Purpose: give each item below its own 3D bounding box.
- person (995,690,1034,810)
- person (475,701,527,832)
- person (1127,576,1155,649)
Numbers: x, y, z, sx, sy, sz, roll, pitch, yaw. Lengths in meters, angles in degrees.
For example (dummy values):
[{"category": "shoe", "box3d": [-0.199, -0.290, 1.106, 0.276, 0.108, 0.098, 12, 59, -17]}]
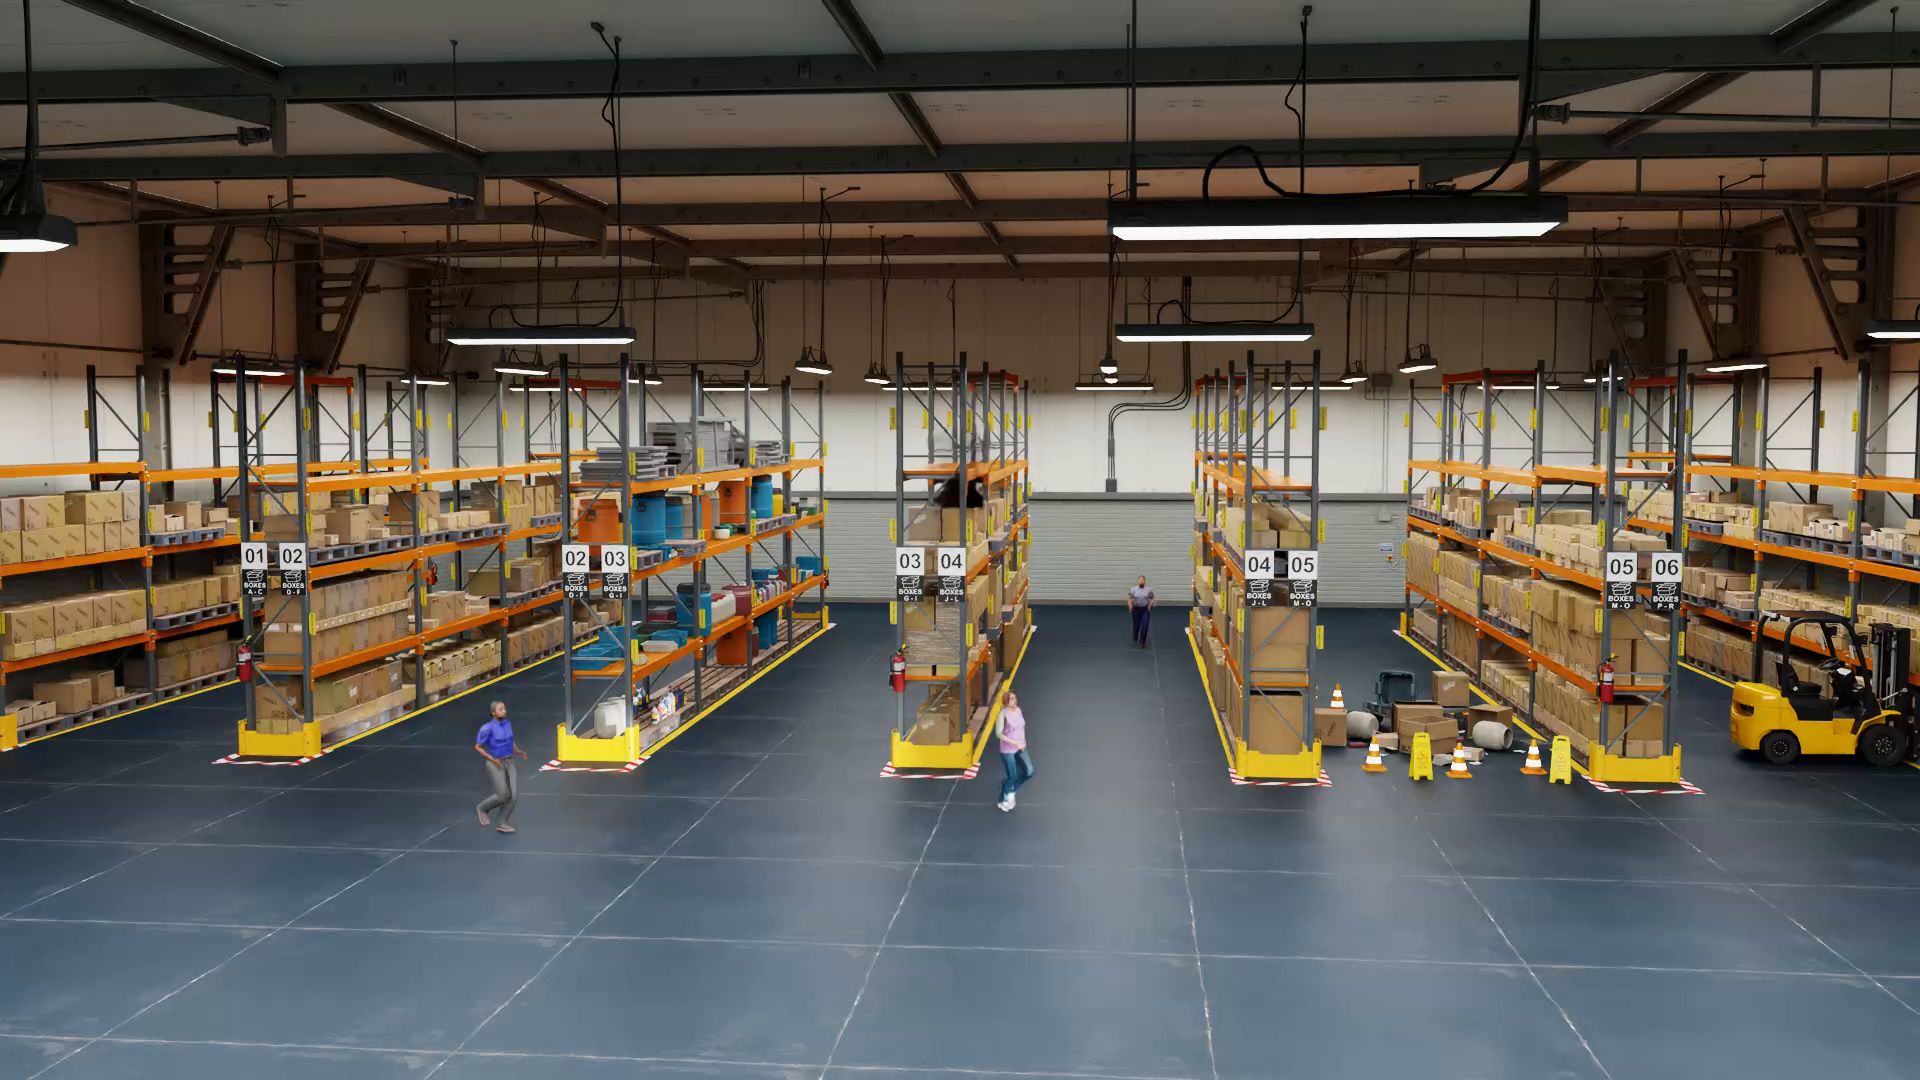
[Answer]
[{"category": "person", "box3d": [0.693, 2.706, 21.350, 0.553, 1.558, 0.540, -4, 6, -43]}, {"category": "person", "box3d": [-5.599, 2.758, 20.279, 0.579, 1.605, 0.572, 2, 5, 30]}, {"category": "person", "box3d": [4.023, 1.592, 36.891, 0.616, 1.606, 0.562, 0, 4, 2]}]
